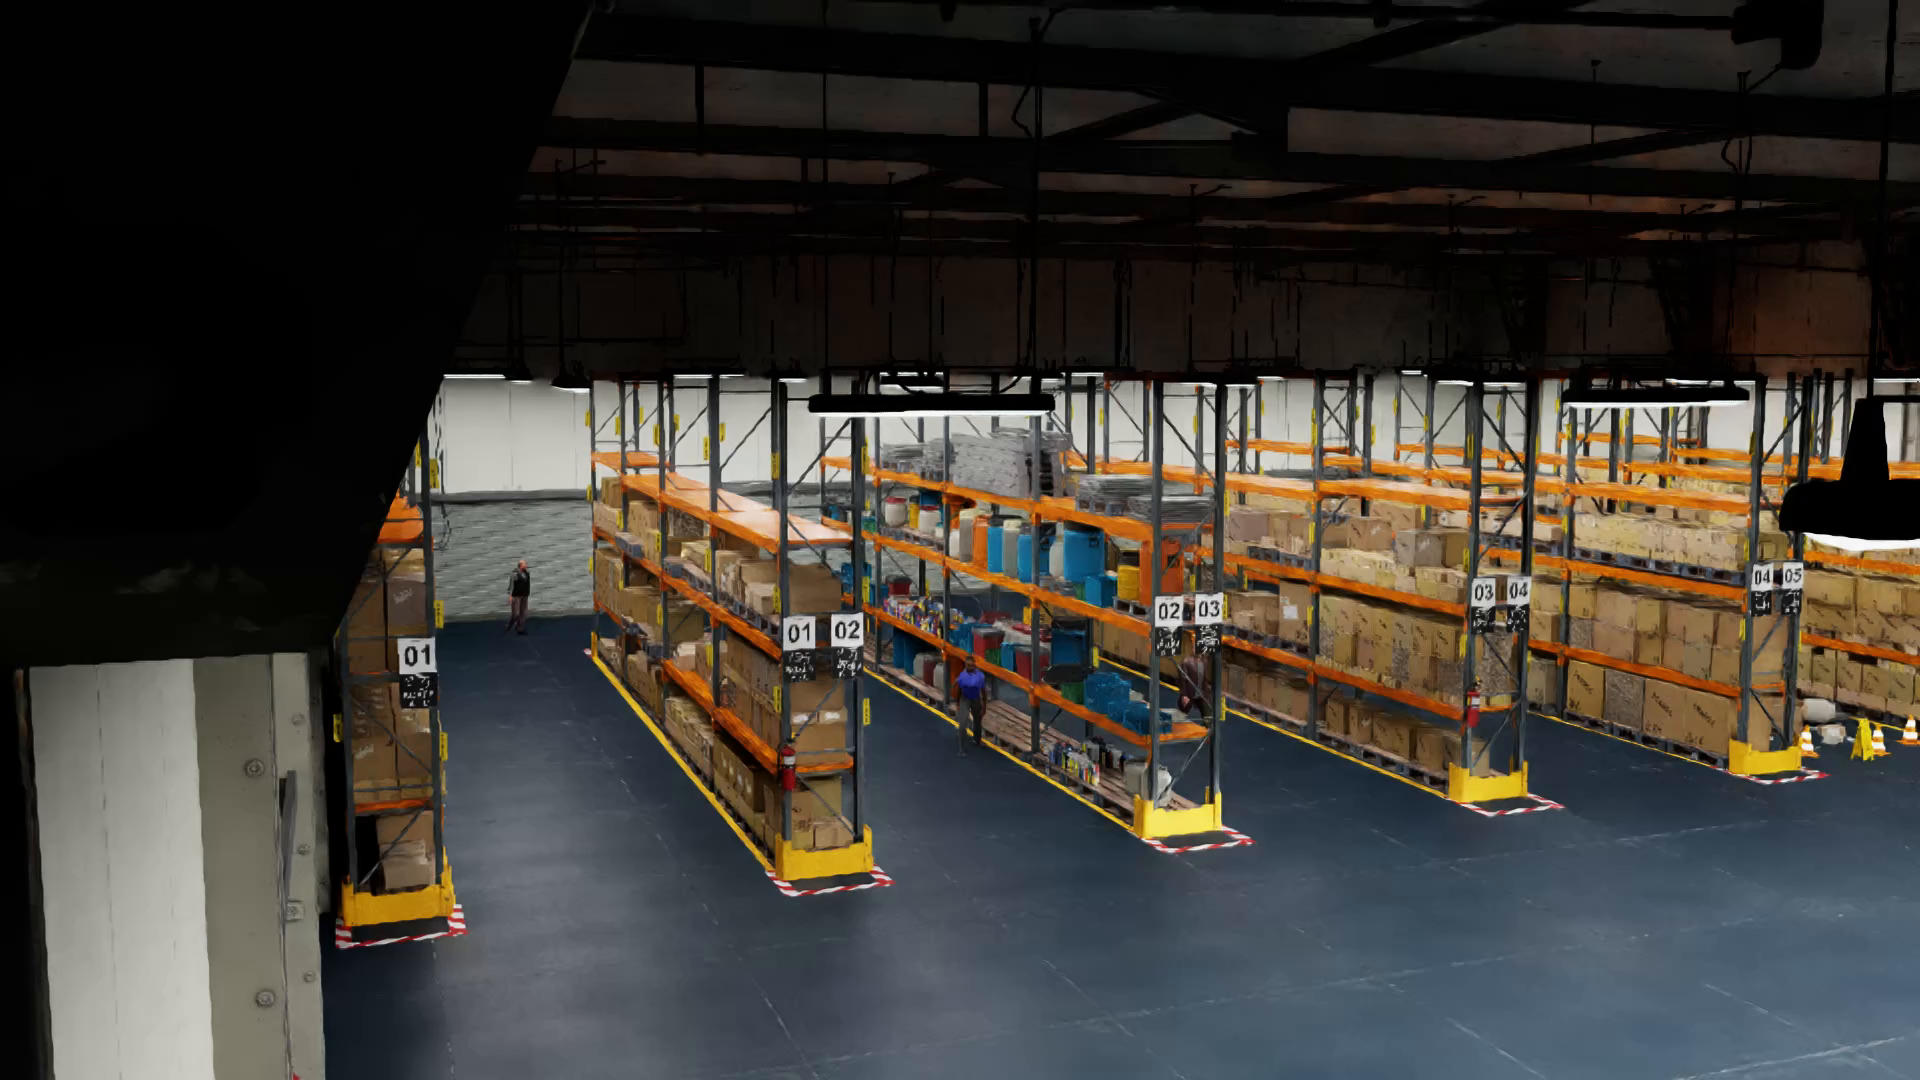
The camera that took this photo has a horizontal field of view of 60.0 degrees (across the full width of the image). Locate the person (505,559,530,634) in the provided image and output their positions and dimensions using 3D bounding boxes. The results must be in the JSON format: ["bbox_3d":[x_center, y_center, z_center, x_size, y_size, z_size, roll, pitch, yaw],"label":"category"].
[{"bbox_3d":[-10.030,1.280,37.690,0.532,1.713,0.589,4,8,33],"label":"person"}]

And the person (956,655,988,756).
[{"bbox_3d":[0.189,2.593,26.412,0.503,1.593,0.943,0,6,1],"label":"person"}]

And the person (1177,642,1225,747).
[{"bbox_3d":[3.808,2.465,26.911,0.598,1.693,1.197,-3,7,-23],"label":"person"}]
